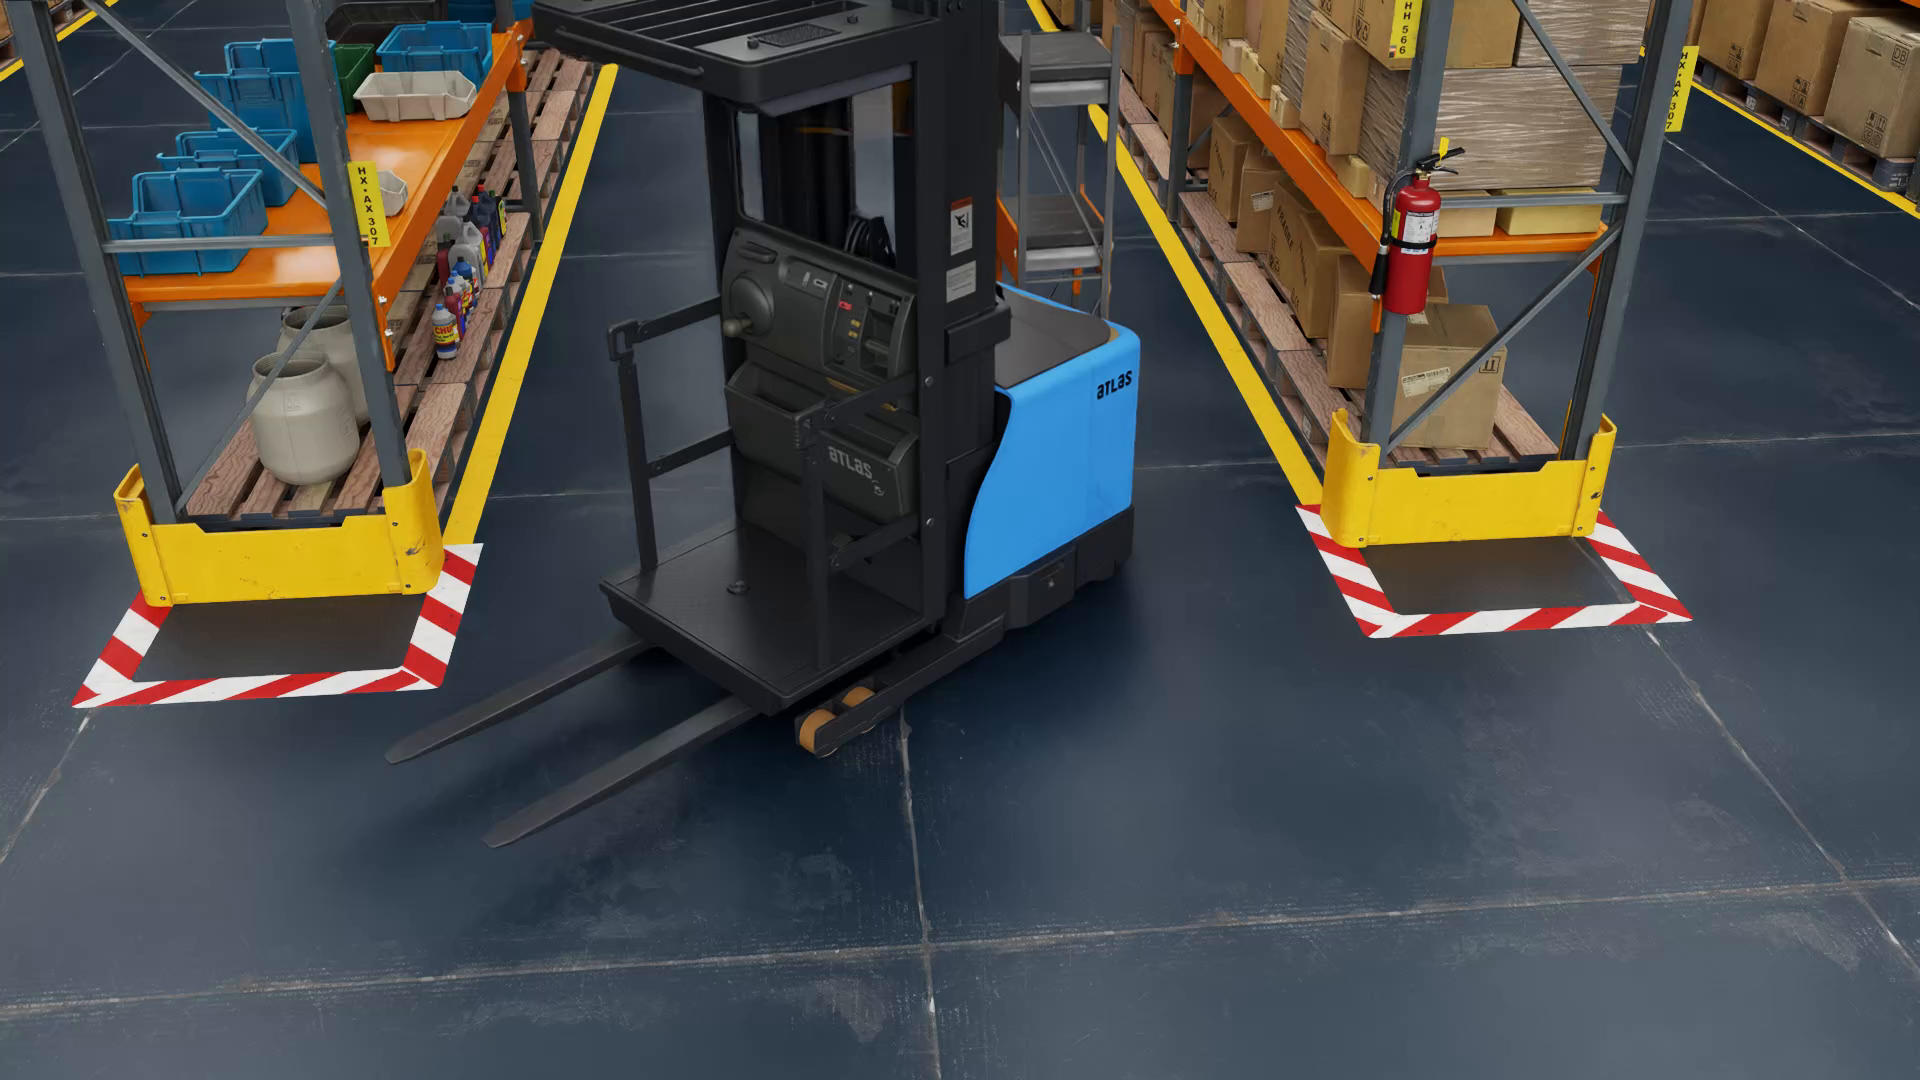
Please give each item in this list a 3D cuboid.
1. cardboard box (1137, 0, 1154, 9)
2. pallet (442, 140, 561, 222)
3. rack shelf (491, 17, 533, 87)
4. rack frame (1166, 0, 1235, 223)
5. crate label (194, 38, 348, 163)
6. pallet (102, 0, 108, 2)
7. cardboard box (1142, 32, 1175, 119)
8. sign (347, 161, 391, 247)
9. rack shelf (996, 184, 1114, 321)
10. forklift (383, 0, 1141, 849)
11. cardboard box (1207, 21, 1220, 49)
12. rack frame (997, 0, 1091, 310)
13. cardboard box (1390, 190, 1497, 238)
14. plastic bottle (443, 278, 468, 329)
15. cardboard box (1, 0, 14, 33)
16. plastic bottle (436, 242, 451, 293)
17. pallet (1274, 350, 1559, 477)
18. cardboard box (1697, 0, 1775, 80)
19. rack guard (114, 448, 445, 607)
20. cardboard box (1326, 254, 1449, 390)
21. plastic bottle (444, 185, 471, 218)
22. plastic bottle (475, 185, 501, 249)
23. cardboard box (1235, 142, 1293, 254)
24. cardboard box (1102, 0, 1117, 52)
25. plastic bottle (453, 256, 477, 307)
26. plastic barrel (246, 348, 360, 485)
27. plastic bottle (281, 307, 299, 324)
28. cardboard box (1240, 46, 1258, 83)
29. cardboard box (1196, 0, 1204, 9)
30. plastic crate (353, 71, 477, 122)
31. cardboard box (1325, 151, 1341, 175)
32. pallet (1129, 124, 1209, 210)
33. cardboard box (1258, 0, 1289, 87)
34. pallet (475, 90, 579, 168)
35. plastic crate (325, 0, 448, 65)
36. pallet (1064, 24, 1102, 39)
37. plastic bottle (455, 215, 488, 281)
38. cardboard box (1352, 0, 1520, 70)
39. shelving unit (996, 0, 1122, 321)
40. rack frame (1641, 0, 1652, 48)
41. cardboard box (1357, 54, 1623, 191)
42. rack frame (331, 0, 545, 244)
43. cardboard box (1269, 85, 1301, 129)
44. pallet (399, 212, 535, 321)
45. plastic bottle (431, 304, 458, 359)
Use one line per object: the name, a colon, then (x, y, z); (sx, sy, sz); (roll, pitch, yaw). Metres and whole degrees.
cardboard box: (1.612, -4.240, 12.701); (0.500, 0.250, 0.500); (1, 31, 1)
pallet: (-3.210, -2.336, 10.955); (1.003, 0.211, 1.213); (-3, 31, -5)
rack shelf: (-3.284, -3.846, 11.465); (1.077, 0.370, 4.000); (-3, 31, -5)
rack frame: (1.834, -3.371, 9.969); (1.000, 3.000, 0.127); (-3, 31, -5)
crate label: (-3.165, -2.034, 7.695); (0.502, 0.435, 0.616); (-3, 31, -5)
pallet: (-8.663, -5.372, 16.038); (1.003, 0.211, 1.213); (-3, 31, -5)
cardboard box: (1.719, -3.331, 11.911); (0.700, 0.500, 0.500); (-5, 31, -9)
sign: (-2.176, -1.235, 6.122); (0.100, 0.325, 0.005); (-3, 31, -5)
rack shelf: (0.394, -1.216, 7.265); (0.431, 0.518, 0.480); (-5, 31, -9)
forklift: (-0.656, -0.780, 5.698); (1.130, 2.935, 3.031); (26, 40, 37)
cardboard box: (1.616, -2.885, 9.399); (0.380, 0.149, 0.250); (-3, 31, -5)
rack frame: (0.349, -1.351, 7.464); (0.400, 2.100, 0.015); (-5, 31, -9)
cardboard box: (1.975, -1.357, 6.841); (0.380, 0.149, 0.250); (-3, 31, -5)
plastic bottle: (-2.615, -1.225, 8.607); (0.097, 0.271, 0.097); (0, 31, 0)
cardboard box: (-8.216, -4.569, 13.984); (0.500, 0.500, 0.500); (-4, 31, -6)
plastic bottle: (-2.797, -1.490, 9.040); (0.061, 0.283, 0.133); (-3, 31, -5)
pallet: (2.160, -0.587, 8.027); (1.003, 0.211, 1.213); (-3, 31, -5)
cardboard box: (6.460, -4.052, 12.894); (1.050, 0.750, 0.750); (-2, 31, -4)
rack guard: (-2.778, -0.055, 6.855); (1.175, 0.500, 0.348); (-3, 31, -5)
cardboard box: (2.076, -1.059, 8.126); (0.500, 0.500, 0.500); (5, 31, 8)
plastic bottle: (-2.894, -1.864, 9.599); (0.144, 0.351, 0.185); (-3, 31, -5)
plastic bottle: (-2.750, -1.871, 9.611); (0.144, 0.351, 0.185); (-4, 31, -6)
cardboard box: (1.892, -1.980, 9.668); (0.500, 0.500, 0.500); (7, 32, 11)
cardboard box: (1.543, -4.188, 13.345); (0.700, 0.500, 0.500); (-4, 31, -7)
plastic bottle: (-2.643, -1.379, 8.866); (0.097, 0.271, 0.097); (0, 31, 0)
plastic barrel: (-2.861, -0.536, 7.239); (0.421, 0.512, 0.421); (0, 31, 0)
plastic bottle: (-3.361, -1.090, 8.369); (0.061, 0.283, 0.133); (-2, 31, -3)
cardboard box: (1.696, -2.502, 8.759); (0.380, 0.149, 0.250); (-3, 31, -5)
cardboard box: (1.814, -3.309, 9.477); (0.875, 0.500, 0.500); (-3, 31, -5)
plastic crate: (-2.694, -2.204, 8.271); (0.530, 0.136, 0.437); (-3, 31, -5)
cardboard box: (1.870, -1.738, 7.479); (0.380, 0.149, 0.250); (-3, 31, -5)
pallet: (1.760, -2.571, 11.349); (1.003, 0.211, 1.213); (-3, 31, -5)
cardboard box: (1.979, -2.544, 8.197); (0.875, 0.500, 0.500); (-3, 31, -5)
pallet: (-3.327, -2.960, 12.000); (1.003, 0.211, 1.213); (-3, 31, -5)
plastic crate: (-3.175, -2.834, 9.130); (0.767, 0.338, 0.504); (-3, 31, -5)
pallet: (1.461, -4.622, 14.783); (1.003, 0.211, 1.213); (-3, 31, -5)
plastic bottle: (-2.702, -1.608, 9.171); (0.144, 0.351, 0.185); (-3, 31, -5)
cardboard box: (1.910, -2.198, 6.642); (0.500, 0.500, 0.500); (-3, 31, -5)
shelving unit: (0.394, -1.228, 7.258); (0.431, 2.100, 0.503); (-5, 31, -9)
rack frame: (6.408, -5.599, 13.699); (1.000, 3.000, 0.127); (-3, 31, -5)
cardboard box: (2.183, -1.782, 6.920); (0.875, 0.500, 0.500); (-3, 31, -5)
rack frame: (-3.098, -3.134, 9.571); (1.000, 3.000, 0.127); (-3, 31, -5)
cardboard box: (1.731, -2.118, 8.115); (0.380, 0.149, 0.250); (-3, 31, -5)
pallet: (-3.076, -1.592, 9.709); (1.003, 0.211, 1.213); (-3, 31, -5)
plastic bottle: (-2.583, -1.050, 8.314); (0.097, 0.271, 0.097); (0, 31, 0)
